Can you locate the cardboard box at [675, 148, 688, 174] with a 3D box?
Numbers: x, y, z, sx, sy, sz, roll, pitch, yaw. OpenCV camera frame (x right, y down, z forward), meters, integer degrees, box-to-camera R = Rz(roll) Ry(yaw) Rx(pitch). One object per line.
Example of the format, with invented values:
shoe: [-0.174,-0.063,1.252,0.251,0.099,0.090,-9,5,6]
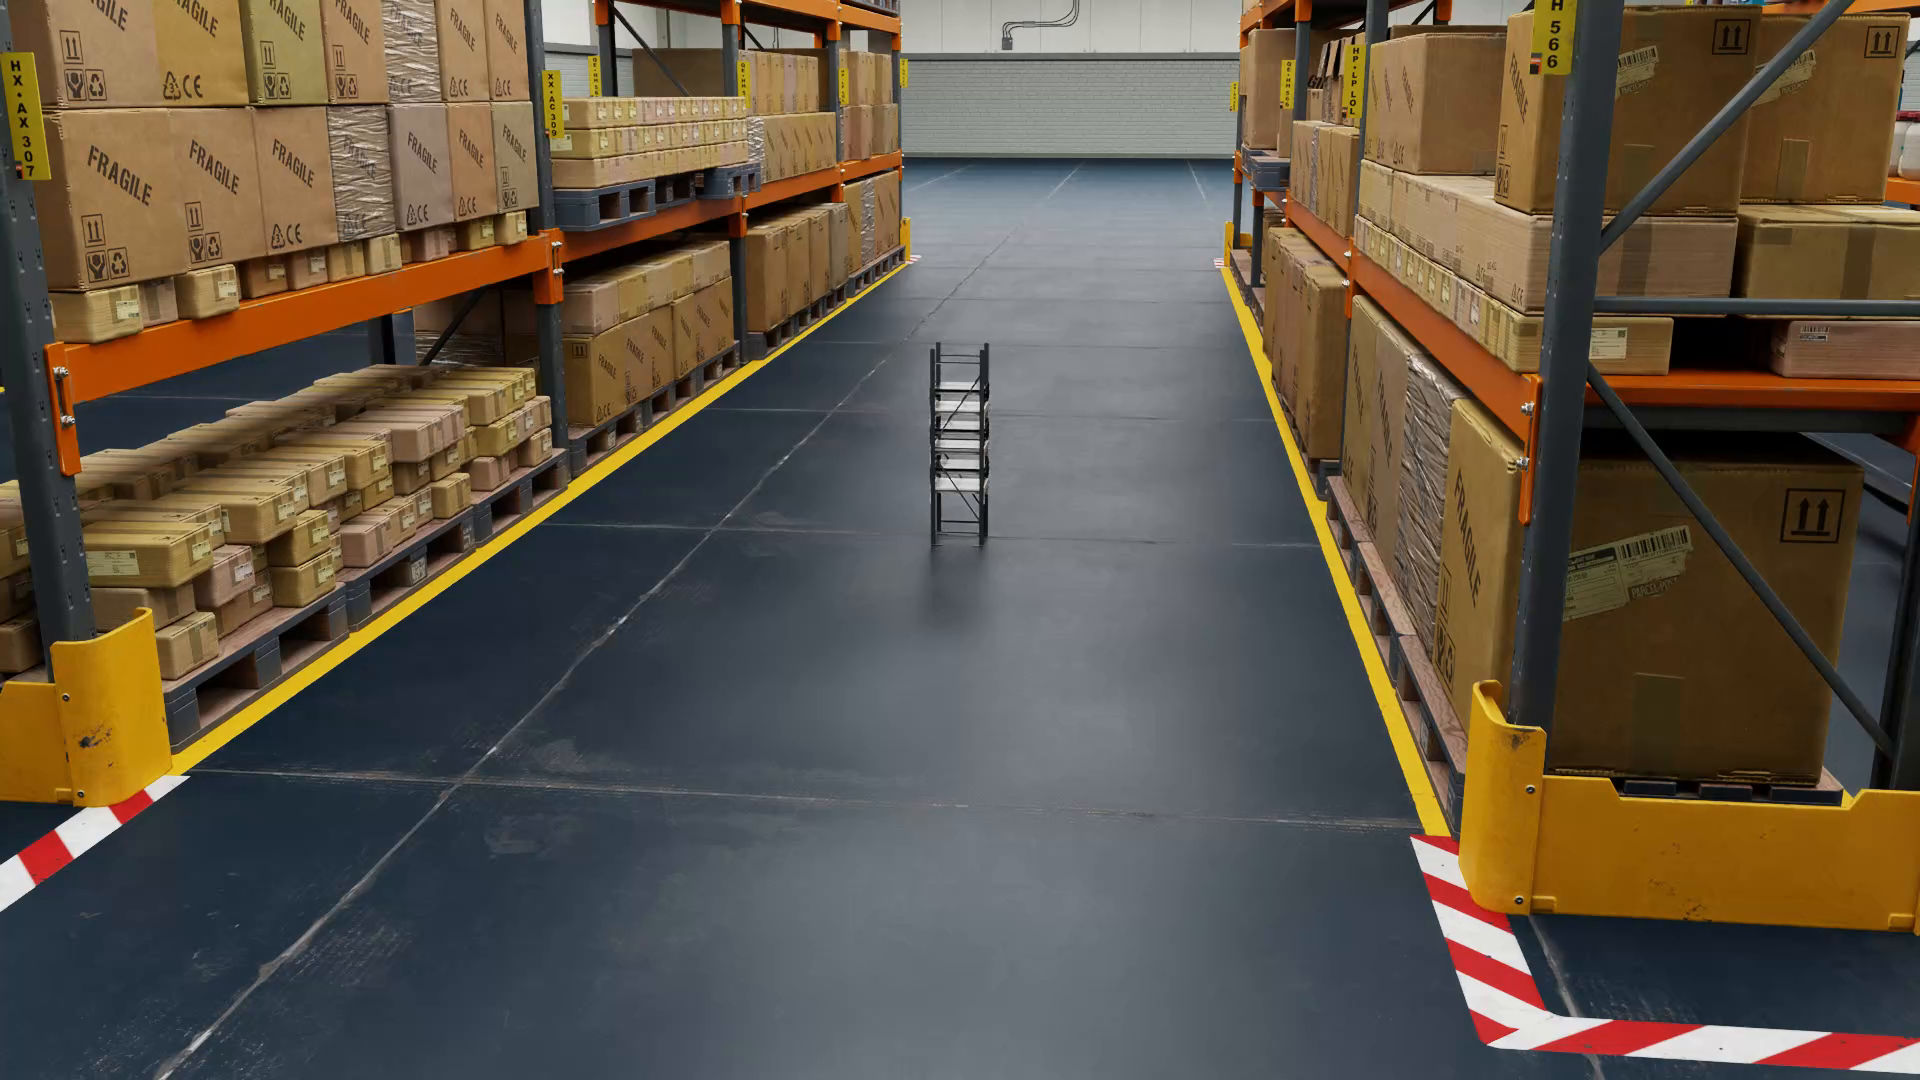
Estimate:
cardboard box: [-1.882,-2.327,10.196,0.380,0.149,0.250,1,15,4]

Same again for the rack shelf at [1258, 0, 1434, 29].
rack shelf: [3.037,-4.237,13.217,1.077,0.370,4.000,2,15,6]

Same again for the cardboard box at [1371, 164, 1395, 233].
cardboard box: [1.985,-1.408,6.841,0.500,0.250,0.500,2,15,6]

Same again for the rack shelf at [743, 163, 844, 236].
rack shelf: [-1.880,-2.961,14.245,1.077,0.370,4.000,2,15,6]

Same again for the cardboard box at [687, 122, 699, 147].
cardboard box: [-1.853,-2.539,10.411,0.380,0.149,0.250,2,15,8]

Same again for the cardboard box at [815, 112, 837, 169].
cardboard box: [-1.448,-3.732,15.527,0.500,0.500,0.500,2,15,6]

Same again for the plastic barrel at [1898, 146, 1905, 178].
plastic barrel: [7.882,-3.104,13.658,0.301,0.262,0.301,0,15,0]

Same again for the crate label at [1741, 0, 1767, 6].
crate label: [8.095,-5.447,16.598,0.502,0.251,0.408,2,15,6]

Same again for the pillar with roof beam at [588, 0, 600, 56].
pillar with roof beam: [-5.054,-13.969,42.084,9.100,9.000,0.400,2,15,6]

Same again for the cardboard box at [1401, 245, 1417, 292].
cardboard box: [1.821,-0.988,6.049,0.380,0.149,0.250,1,15,5]

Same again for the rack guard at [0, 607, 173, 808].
rack guard: [-3.000,0.472,4.959,1.175,0.500,0.348,2,15,6]

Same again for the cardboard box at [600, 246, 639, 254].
cardboard box: [-2.481,-1.845,11.285,0.500,0.250,0.500,2,15,6]

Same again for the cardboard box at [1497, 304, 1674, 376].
cardboard box: [1.621,-0.523,4.333,0.380,0.149,0.250,2,15,7]

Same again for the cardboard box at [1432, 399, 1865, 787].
cardboard box: [1.901,0.112,4.768,0.875,0.875,0.875,2,15,6]

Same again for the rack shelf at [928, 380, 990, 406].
rack shelf: [-0.001,-0.661,7.475,0.258,0.077,0.200,2,15,6]

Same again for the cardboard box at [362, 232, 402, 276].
cardboard box: [-2.462,-1.143,6.622,0.380,0.149,0.250,2,15,7]

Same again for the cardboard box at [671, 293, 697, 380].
cardboard box: [-2.026,-1.335,10.838,0.500,0.500,0.500,1,15,4]

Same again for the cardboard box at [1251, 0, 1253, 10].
cardboard box: [3.237,-5.553,16.993,0.500,0.250,0.500,2,15,8]

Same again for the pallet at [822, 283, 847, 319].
pallet: [-1.667,-2.279,15.685,1.003,0.211,1.213,2,15,6]

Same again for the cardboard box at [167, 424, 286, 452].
cardboard box: [-3.004,-0.378,6.832,0.380,0.149,0.250,2,15,7]

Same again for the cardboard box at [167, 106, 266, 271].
cardboard box: [-2.648,-1.155,5.425,0.500,0.500,0.500,2,15,6]

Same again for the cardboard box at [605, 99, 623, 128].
cardboard box: [-2.030,-2.282,8.893,0.380,0.149,0.250,2,15,8]

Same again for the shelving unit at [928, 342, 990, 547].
shelving unit: [-0.001,-0.432,7.537,0.258,0.900,0.210,2,15,6]

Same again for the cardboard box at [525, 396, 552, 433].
cardboard box: [-2.277,-0.631,8.338,0.380,0.149,0.250,2,15,7]

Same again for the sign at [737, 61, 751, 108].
sign: [-1.566,-3.297,12.042,0.100,0.325,0.005,2,15,6]

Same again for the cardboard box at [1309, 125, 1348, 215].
cardboard box: [2.317,-2.151,9.680,0.500,0.500,0.500,2,15,6]

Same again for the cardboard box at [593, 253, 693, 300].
cardboard box: [-2.042,-1.700,10.751,0.500,0.250,0.500,2,15,8]

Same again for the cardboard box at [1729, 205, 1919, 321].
cardboard box: [2.231,-0.730,4.334,0.500,0.250,0.500,1,15,5]

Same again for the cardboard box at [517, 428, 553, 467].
cardboard box: [-2.263,-0.467,8.300,0.380,0.149,0.250,2,15,7]

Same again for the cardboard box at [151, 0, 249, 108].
cardboard box: [-2.644,-1.629,5.264,0.500,0.500,0.500,2,15,8]

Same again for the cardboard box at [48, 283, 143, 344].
cardboard box: [-2.646,-0.668,4.868,0.380,0.149,0.250,2,15,6]

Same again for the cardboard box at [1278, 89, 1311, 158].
cardboard box: [2.796,-3.158,12.597,0.700,0.500,0.500,4,16,15]

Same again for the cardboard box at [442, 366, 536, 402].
cardboard box: [-2.339,-0.766,8.266,0.380,0.149,0.250,2,15,8]

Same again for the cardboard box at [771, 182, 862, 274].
cardboard box: [-1.514,-3.165,16.888,0.875,0.875,0.875,2,15,7]

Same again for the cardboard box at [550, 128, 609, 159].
cardboard box: [-2.056,-2.066,8.663,0.380,0.149,0.250,2,15,7]

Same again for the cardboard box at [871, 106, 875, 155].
cardboard box: [-1.428,-4.555,18.473,0.875,0.550,0.550,2,15,6]

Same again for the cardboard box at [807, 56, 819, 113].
cardboard box: [-1.705,-4.229,15.449,0.700,0.500,0.500,1,15,5]

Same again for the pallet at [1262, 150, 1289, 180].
pallet: [2.994,-3.040,13.524,1.003,0.211,1.213,2,15,6]

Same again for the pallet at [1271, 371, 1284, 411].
pallet: [2.647,-1.069,11.212,1.003,0.211,1.213,2,15,6]

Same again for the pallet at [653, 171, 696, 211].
pallet: [-2.289,-2.183,10.355,1.003,0.211,1.213,2,15,6]

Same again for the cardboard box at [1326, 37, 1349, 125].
cardboard box: [2.636,-2.792,10.128,0.797,0.503,0.637,2,15,8]

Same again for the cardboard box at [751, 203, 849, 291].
cardboard box: [-1.635,-2.780,15.703,1.050,0.750,0.750,2,15,6]

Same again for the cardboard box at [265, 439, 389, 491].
cardboard box: [-2.483,-0.297,6.529,0.380,0.149,0.250,2,15,7]

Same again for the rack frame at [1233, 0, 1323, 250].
rack frame: [3.714,-4.692,19.269,1.000,3.000,0.127,2,15,6]

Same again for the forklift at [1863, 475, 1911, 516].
forklift: [4.479,-1.111,6.156,1.130,2.935,3.031,1,15,4]

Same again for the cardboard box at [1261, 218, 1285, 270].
cardboard box: [3.396,-3.066,17.238,0.500,0.500,0.500,0,15,1]

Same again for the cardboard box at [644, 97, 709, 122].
cardboard box: [-1.825,-2.753,10.634,0.380,0.149,0.250,2,15,6]

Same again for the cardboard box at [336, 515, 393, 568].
cardboard box: [-2.476,0.003,6.561,0.380,0.149,0.250,1,15,4]

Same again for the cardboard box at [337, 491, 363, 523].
cardboard box: [-2.606,-0.155,6.578,0.380,0.149,0.250,2,15,9]
